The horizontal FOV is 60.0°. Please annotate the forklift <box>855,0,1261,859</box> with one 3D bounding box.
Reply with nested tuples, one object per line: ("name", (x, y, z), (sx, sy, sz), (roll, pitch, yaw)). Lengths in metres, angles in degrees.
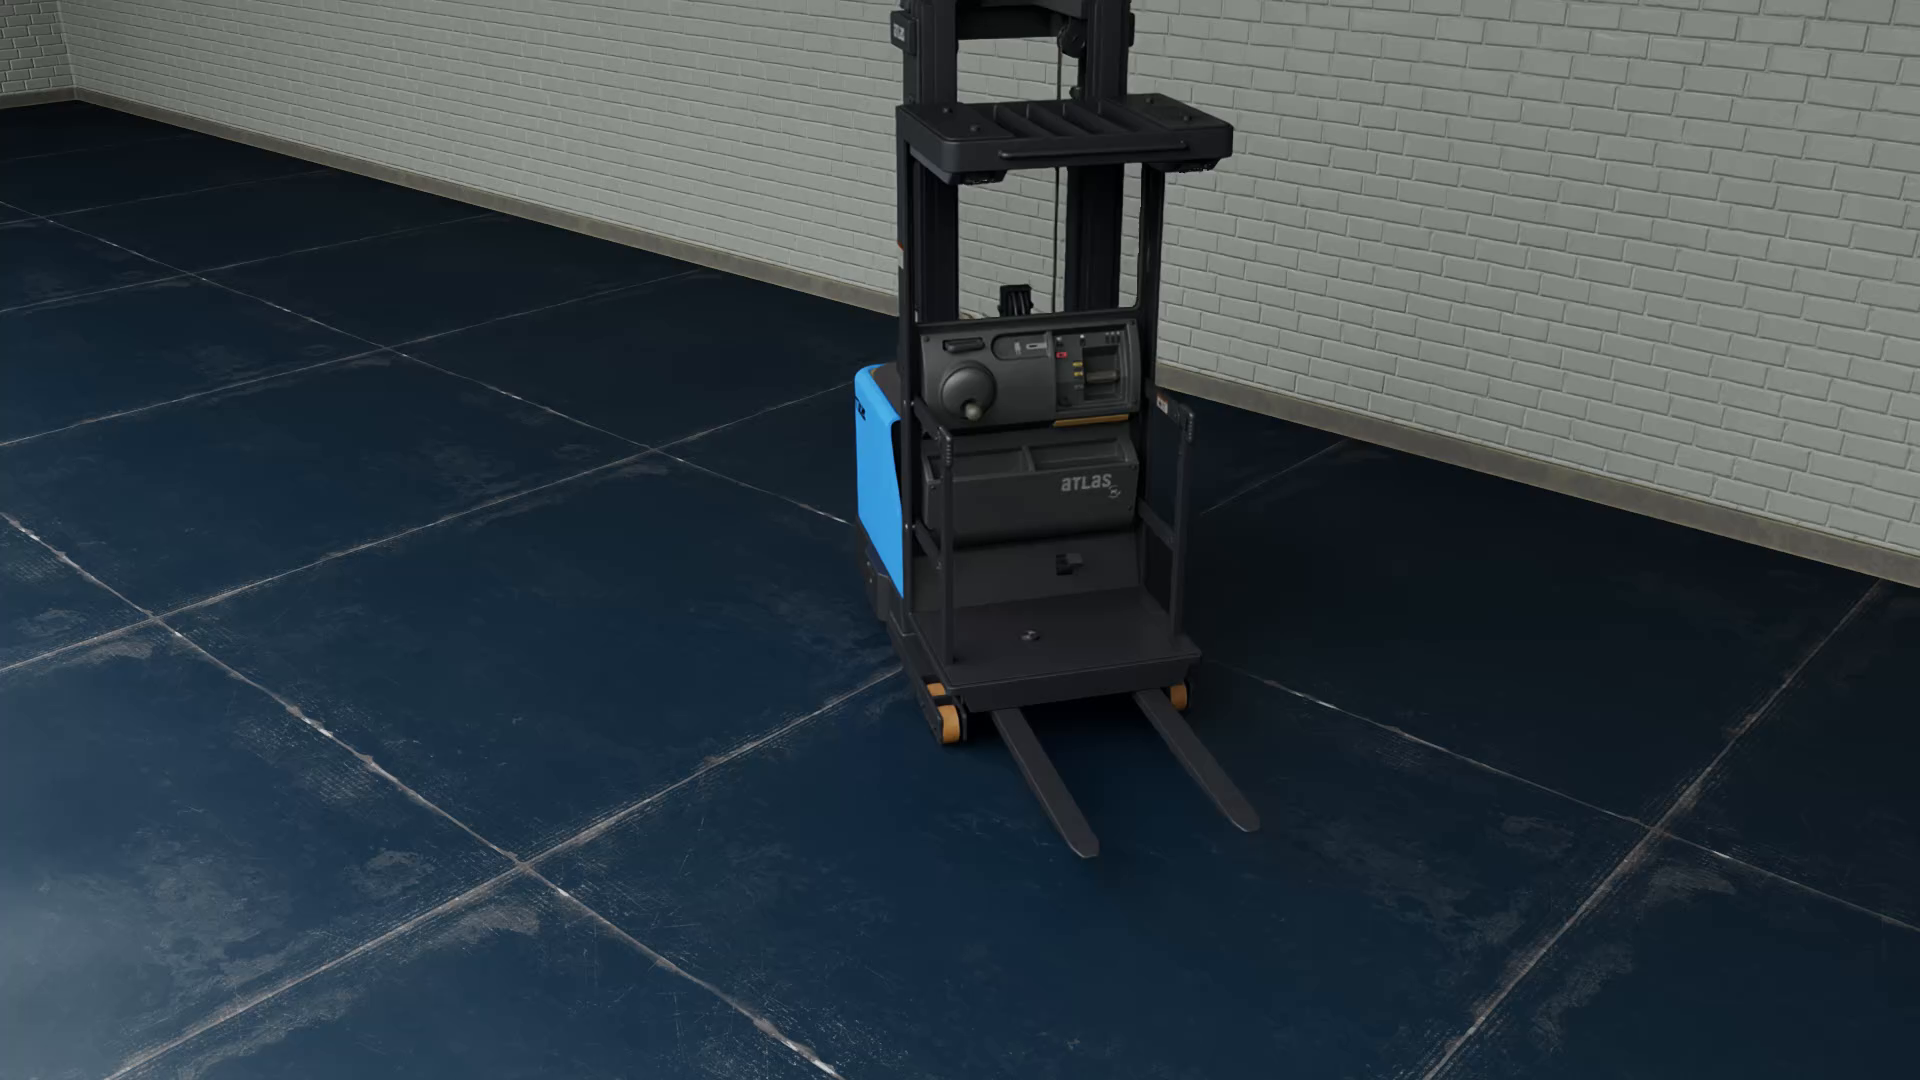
("forklift", (0.355, -0.669, 6.658), (1.130, 2.935, 3.031), (-6, 25, -14))
